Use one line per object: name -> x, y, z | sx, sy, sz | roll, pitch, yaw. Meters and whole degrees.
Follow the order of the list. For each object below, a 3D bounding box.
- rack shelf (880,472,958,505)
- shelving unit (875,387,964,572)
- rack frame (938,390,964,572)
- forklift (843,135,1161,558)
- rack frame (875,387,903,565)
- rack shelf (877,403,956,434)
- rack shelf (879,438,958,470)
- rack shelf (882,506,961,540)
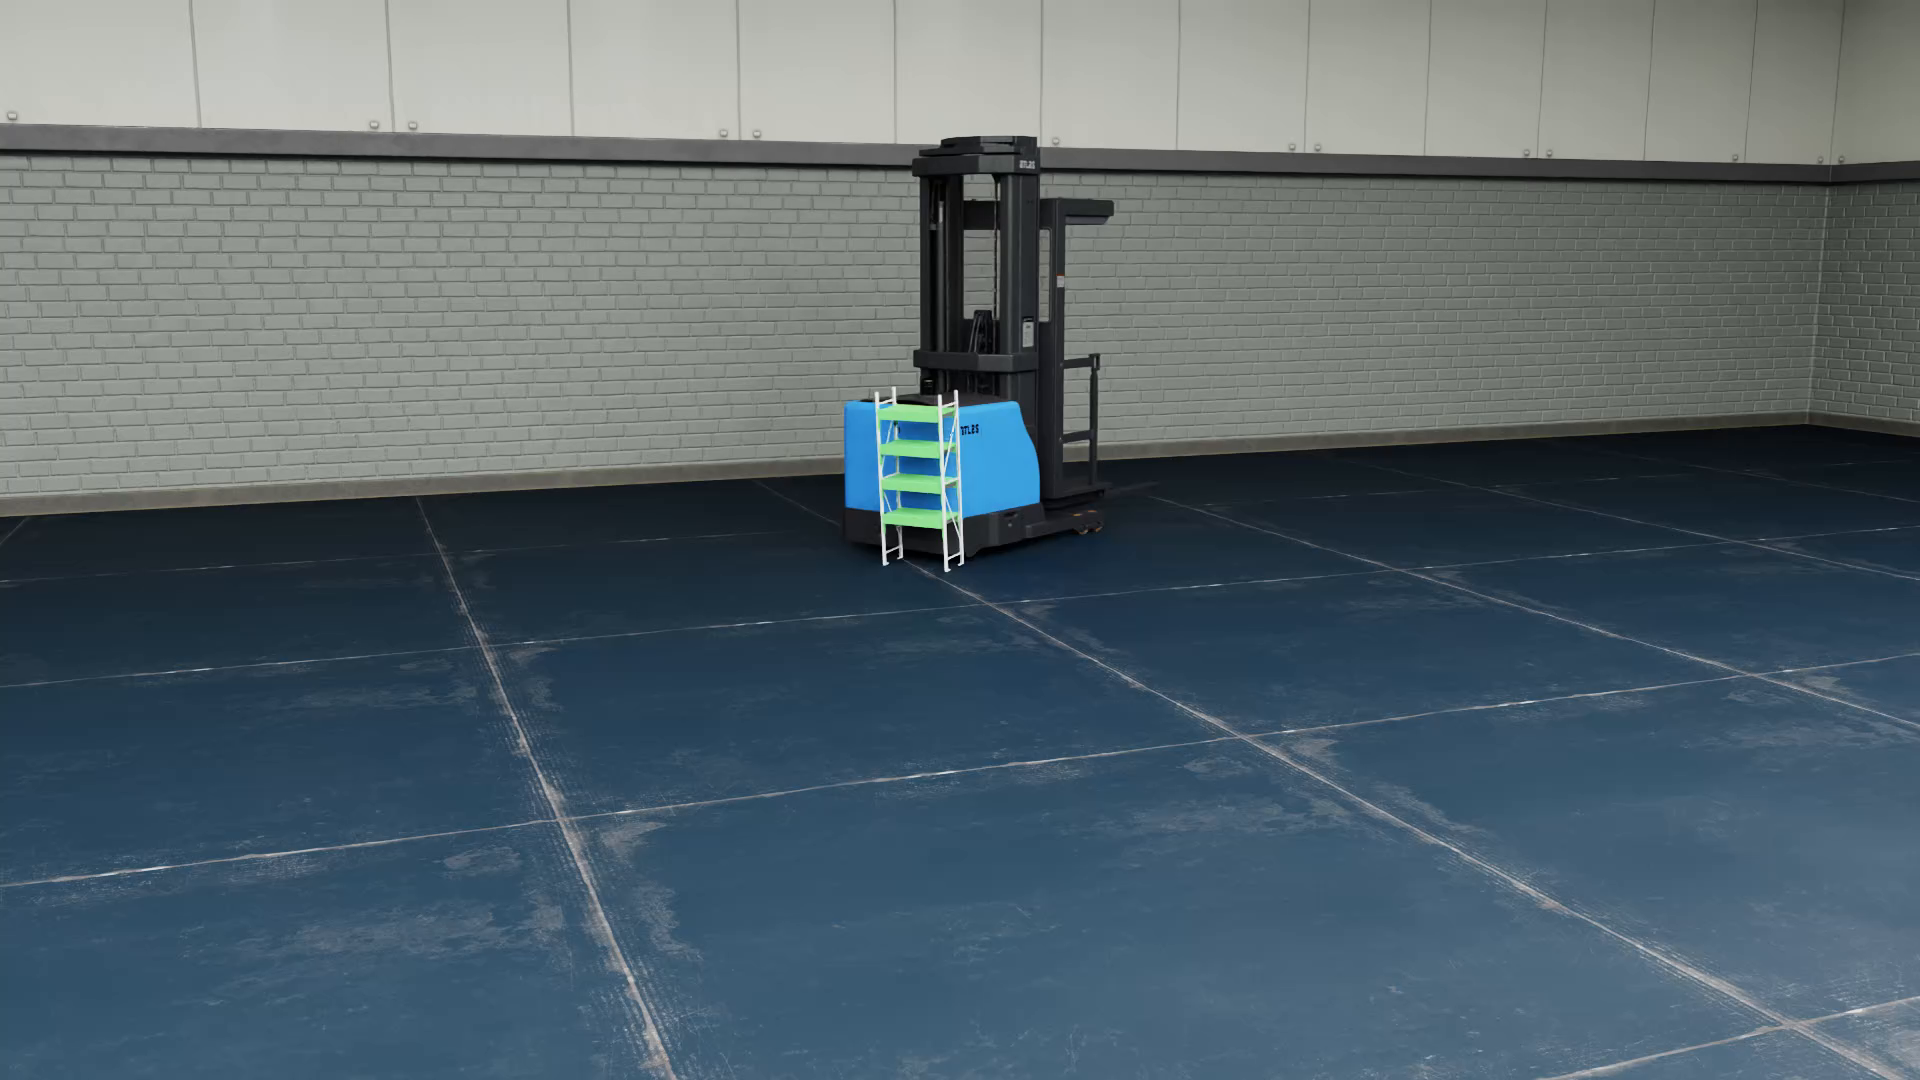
rack shelf -> -0.270, -0.353, 11.291 | 0.480, 0.148, 0.258 | 6, 16, 29
shelving unit -> -0.272, -0.415, 11.276 | 0.503, 1.200, 0.258 | 6, 16, 29
rack frame -> -0.059, -0.394, 11.158 | 0.015, 1.200, 0.240 | 6, 16, 29
forklift -> 0.466, -1.528, 12.641 | 1.130, 2.935, 3.031 | 8, 13, 38
rack frame -> -0.485, -0.435, 11.394 | 0.015, 1.200, 0.240 | 6, 16, 29
rack shelf -> -0.286, -0.819, 11.178 | 0.480, 0.148, 0.258 | 6, 16, 29
rack shelf -> -0.278, -0.586, 11.235 | 0.480, 0.148, 0.258 | 6, 16, 29
rack shelf -> -0.261, -0.119, 11.347 | 0.480, 0.148, 0.258 | 6, 16, 29
